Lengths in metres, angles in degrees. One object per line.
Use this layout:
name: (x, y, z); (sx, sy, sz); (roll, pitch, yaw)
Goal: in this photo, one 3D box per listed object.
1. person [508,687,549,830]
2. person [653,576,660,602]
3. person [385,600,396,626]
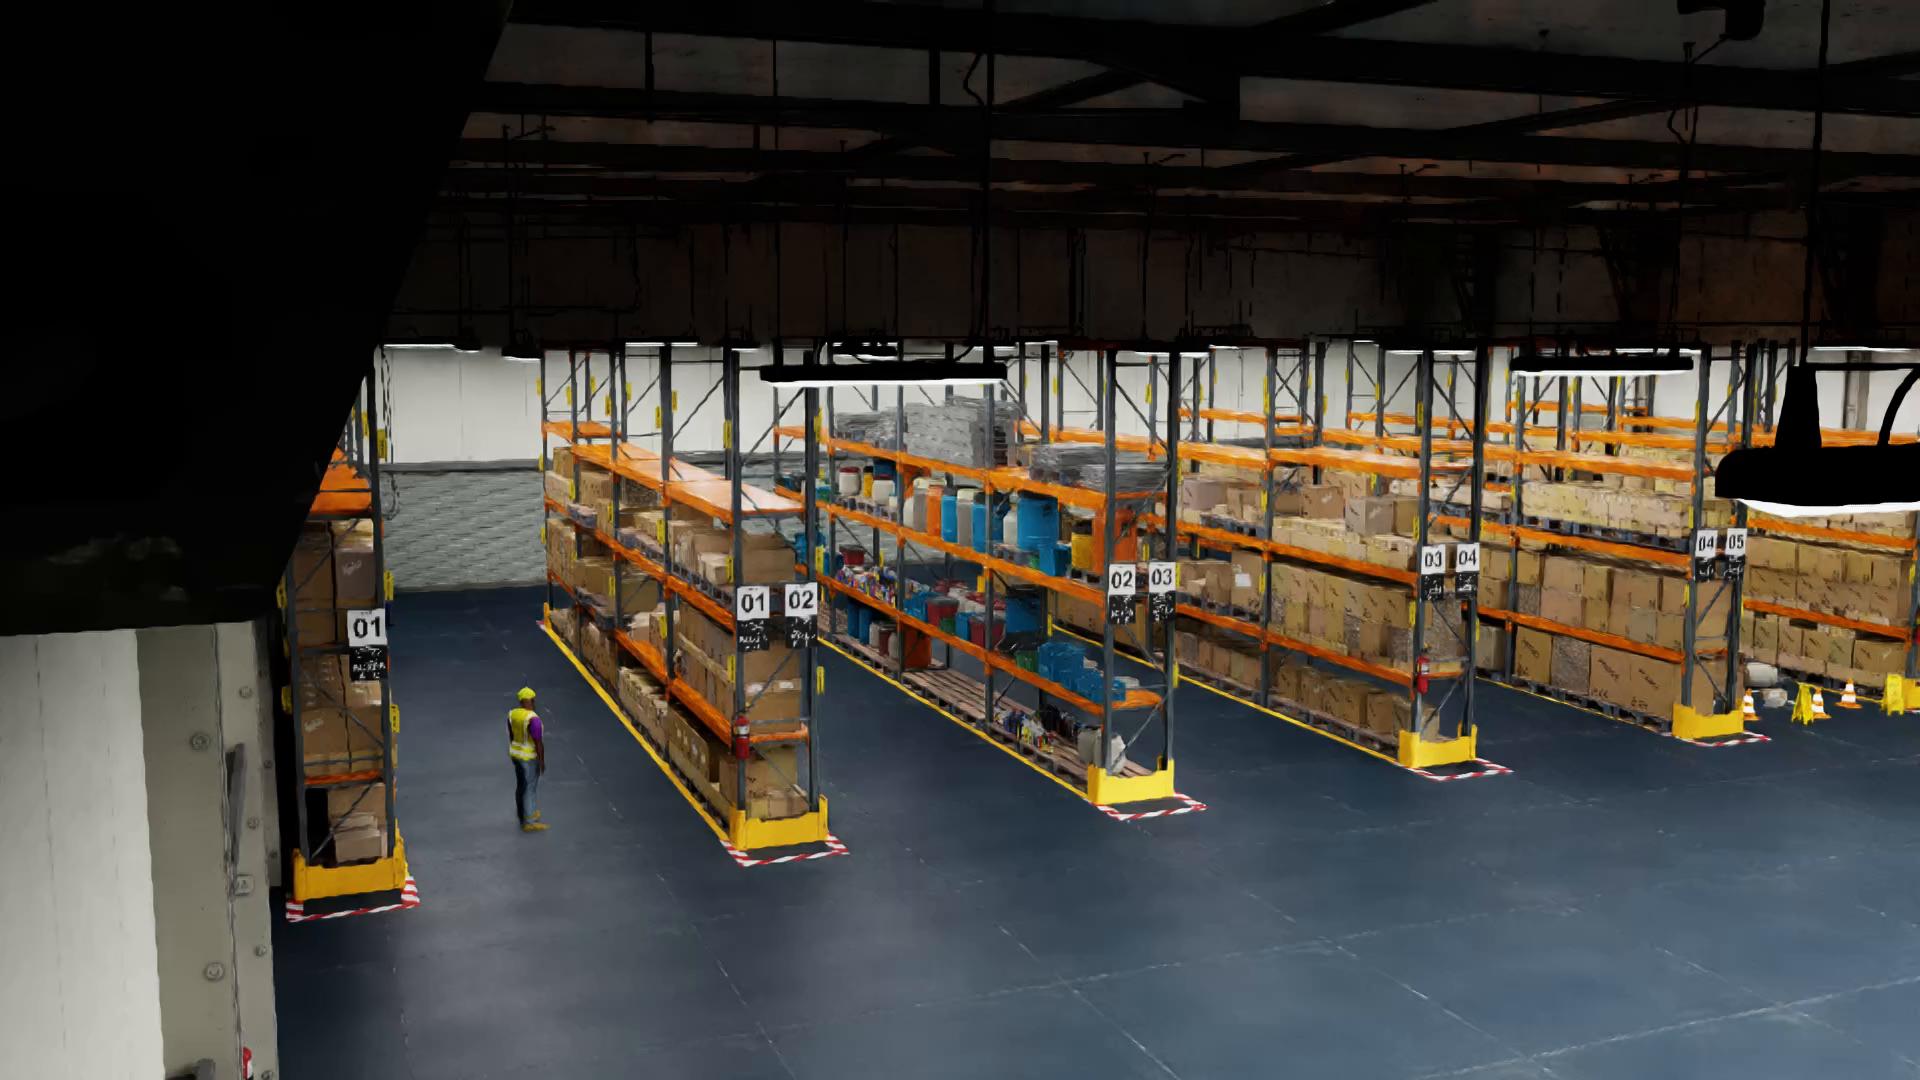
person: (-5.413, 2.720, 20.948); (0.649, 1.772, 0.463); (6, 10, 39)
person: (-6.641, 0.906, 35.343); (0.546, 1.644, 1.106); (-3, 8, -24)
person: (-12.290, 1.020, 34.808); (0.664, 1.583, 0.797); (-6, 10, -41)
